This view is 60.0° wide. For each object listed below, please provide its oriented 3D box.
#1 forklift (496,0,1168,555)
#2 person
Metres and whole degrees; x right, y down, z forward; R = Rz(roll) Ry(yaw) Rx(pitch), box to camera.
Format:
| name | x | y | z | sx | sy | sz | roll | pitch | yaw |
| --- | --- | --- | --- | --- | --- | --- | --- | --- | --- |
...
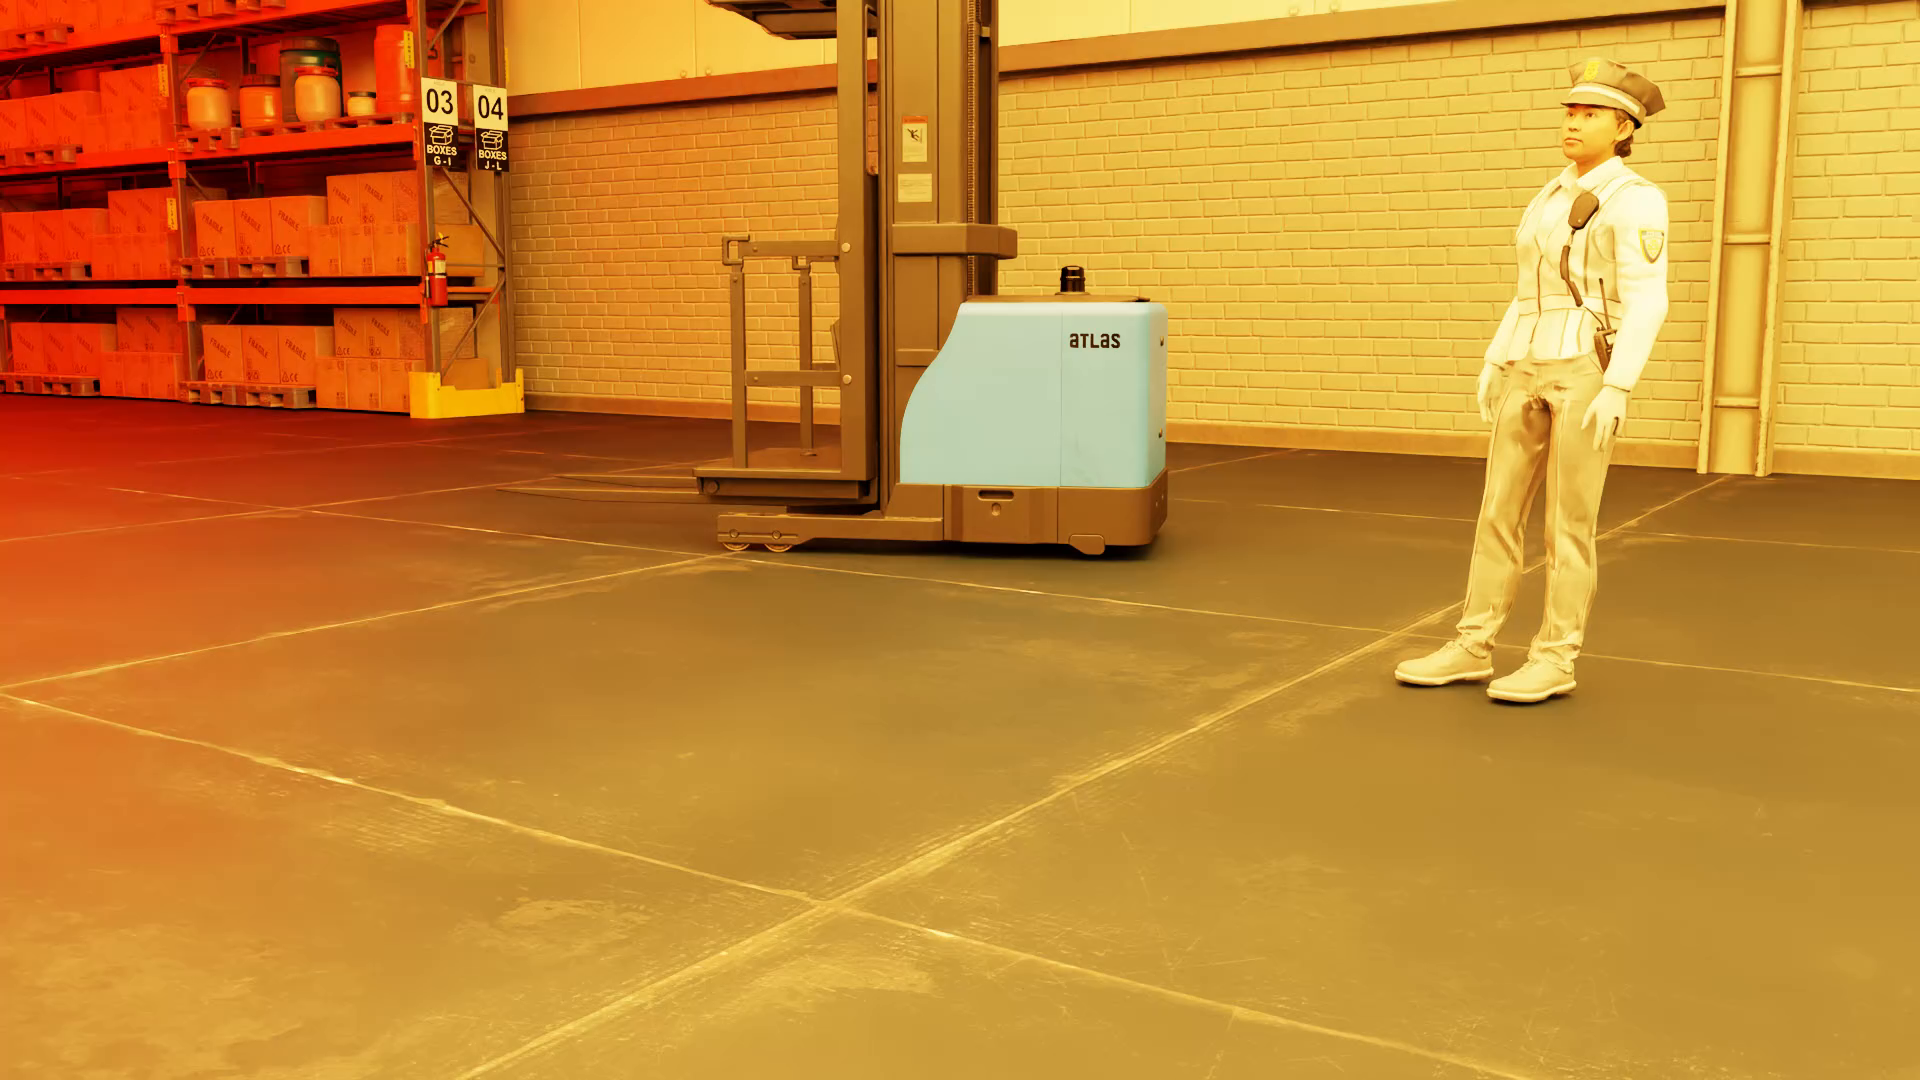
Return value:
| name | x | y | z | sx | sy | sz | roll | pitch | yaw |
| --- | --- | --- | --- | --- | --- | --- | --- | --- | --- |
| forklift | -0.596 | -1.469 | 7.520 | 3.031 | 2.935 | 1.130 | 2 | 8 | 12 |
| person | 1.563 | -0.415 | 4.451 | 0.530 | 1.694 | 0.586 | -3 | 9 | -19 |
